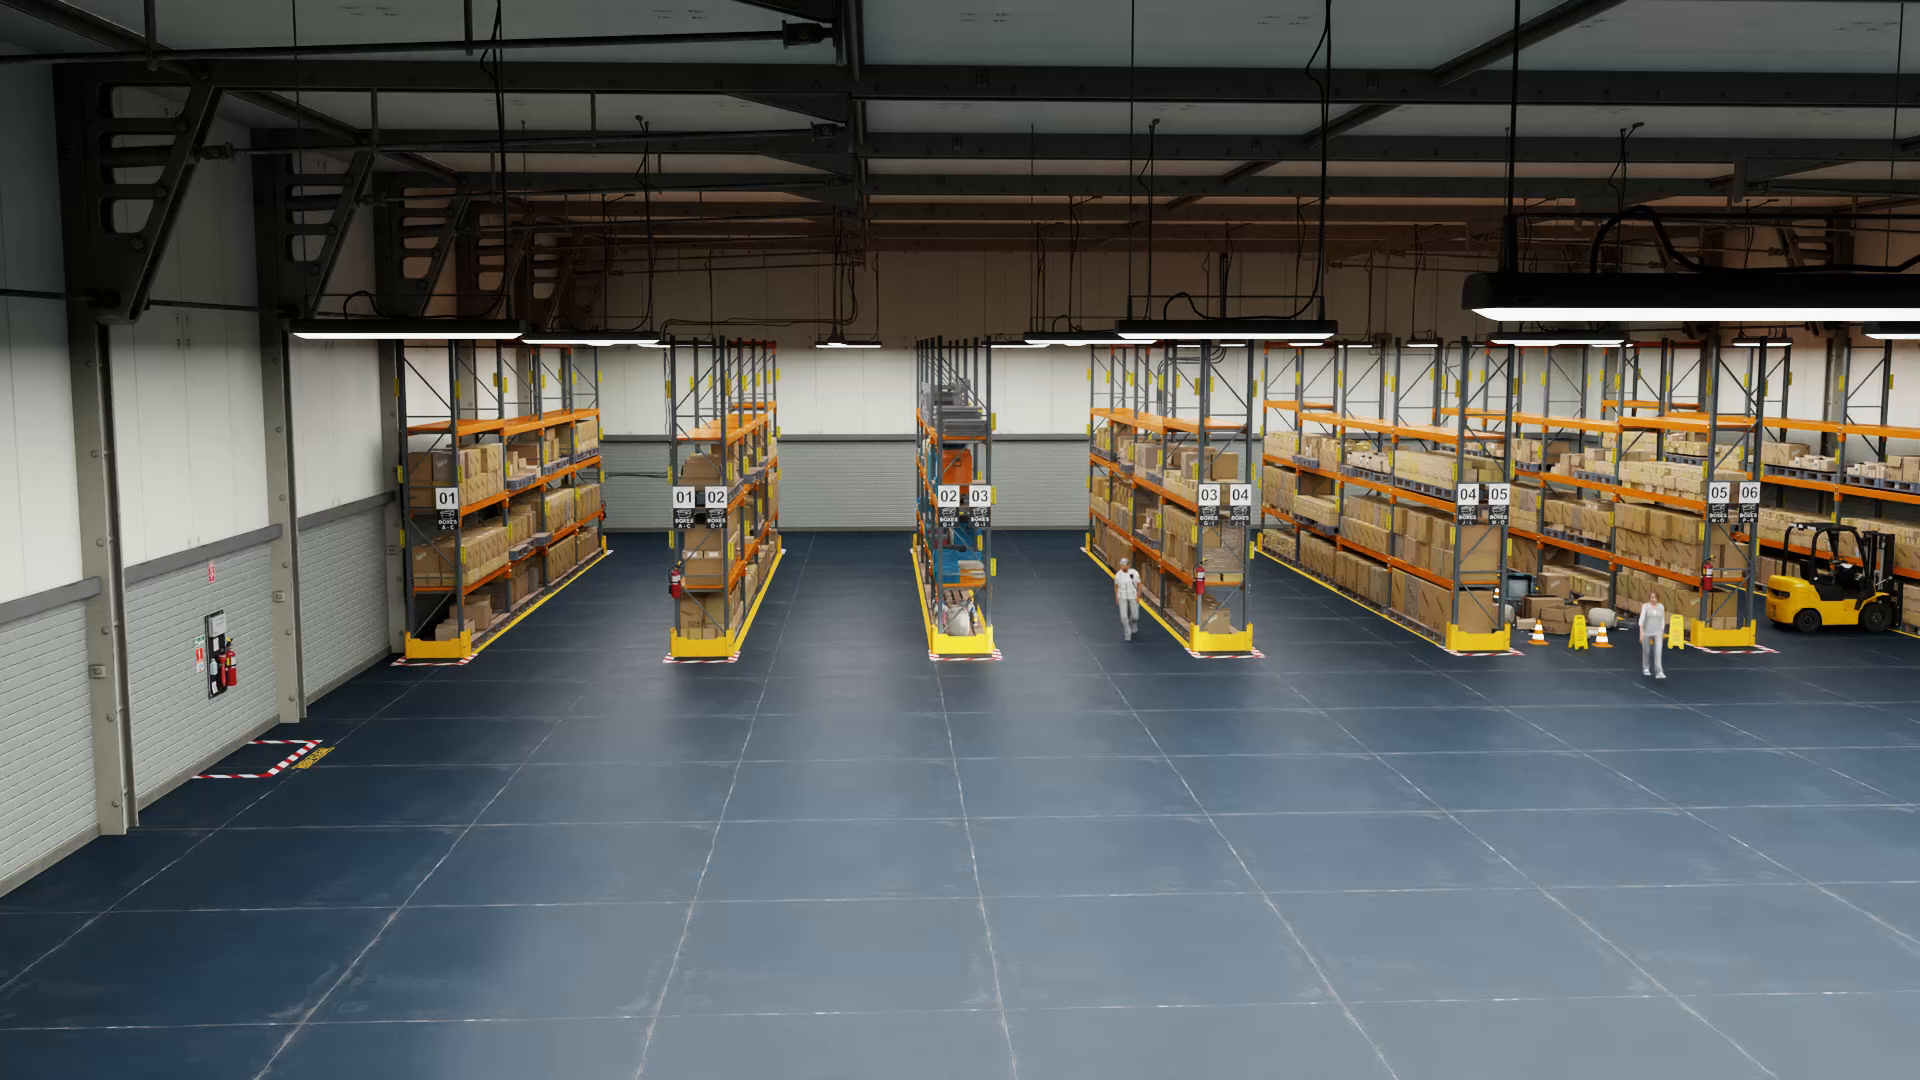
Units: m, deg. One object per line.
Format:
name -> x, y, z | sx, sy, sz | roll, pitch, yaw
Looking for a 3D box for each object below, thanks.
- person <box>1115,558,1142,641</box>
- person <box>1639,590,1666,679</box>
person -> 3.351, 1.162, 33.160 | 0.539, 1.636, 0.526 | 1, 7, 10
person -> 12.075, 1.650, 29.011 | 0.442, 1.545, 0.972 | 2, 7, 18
